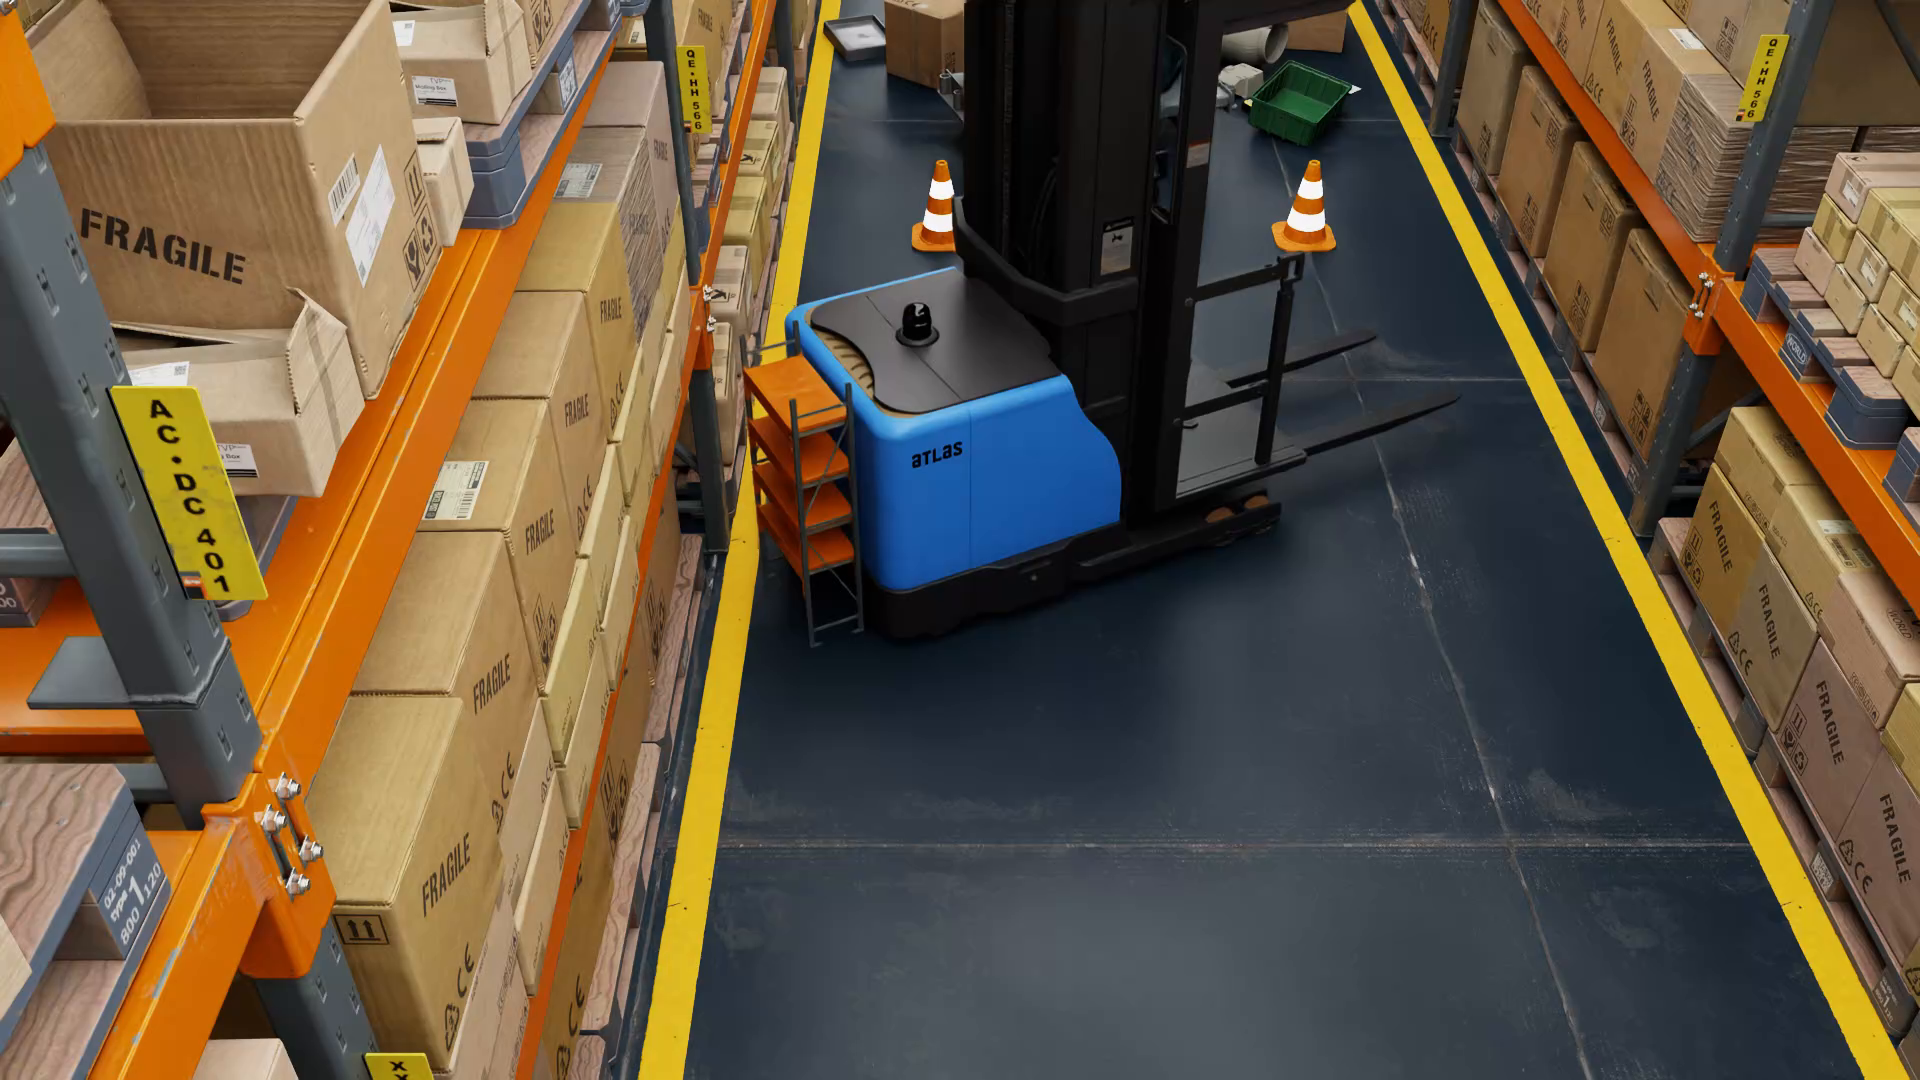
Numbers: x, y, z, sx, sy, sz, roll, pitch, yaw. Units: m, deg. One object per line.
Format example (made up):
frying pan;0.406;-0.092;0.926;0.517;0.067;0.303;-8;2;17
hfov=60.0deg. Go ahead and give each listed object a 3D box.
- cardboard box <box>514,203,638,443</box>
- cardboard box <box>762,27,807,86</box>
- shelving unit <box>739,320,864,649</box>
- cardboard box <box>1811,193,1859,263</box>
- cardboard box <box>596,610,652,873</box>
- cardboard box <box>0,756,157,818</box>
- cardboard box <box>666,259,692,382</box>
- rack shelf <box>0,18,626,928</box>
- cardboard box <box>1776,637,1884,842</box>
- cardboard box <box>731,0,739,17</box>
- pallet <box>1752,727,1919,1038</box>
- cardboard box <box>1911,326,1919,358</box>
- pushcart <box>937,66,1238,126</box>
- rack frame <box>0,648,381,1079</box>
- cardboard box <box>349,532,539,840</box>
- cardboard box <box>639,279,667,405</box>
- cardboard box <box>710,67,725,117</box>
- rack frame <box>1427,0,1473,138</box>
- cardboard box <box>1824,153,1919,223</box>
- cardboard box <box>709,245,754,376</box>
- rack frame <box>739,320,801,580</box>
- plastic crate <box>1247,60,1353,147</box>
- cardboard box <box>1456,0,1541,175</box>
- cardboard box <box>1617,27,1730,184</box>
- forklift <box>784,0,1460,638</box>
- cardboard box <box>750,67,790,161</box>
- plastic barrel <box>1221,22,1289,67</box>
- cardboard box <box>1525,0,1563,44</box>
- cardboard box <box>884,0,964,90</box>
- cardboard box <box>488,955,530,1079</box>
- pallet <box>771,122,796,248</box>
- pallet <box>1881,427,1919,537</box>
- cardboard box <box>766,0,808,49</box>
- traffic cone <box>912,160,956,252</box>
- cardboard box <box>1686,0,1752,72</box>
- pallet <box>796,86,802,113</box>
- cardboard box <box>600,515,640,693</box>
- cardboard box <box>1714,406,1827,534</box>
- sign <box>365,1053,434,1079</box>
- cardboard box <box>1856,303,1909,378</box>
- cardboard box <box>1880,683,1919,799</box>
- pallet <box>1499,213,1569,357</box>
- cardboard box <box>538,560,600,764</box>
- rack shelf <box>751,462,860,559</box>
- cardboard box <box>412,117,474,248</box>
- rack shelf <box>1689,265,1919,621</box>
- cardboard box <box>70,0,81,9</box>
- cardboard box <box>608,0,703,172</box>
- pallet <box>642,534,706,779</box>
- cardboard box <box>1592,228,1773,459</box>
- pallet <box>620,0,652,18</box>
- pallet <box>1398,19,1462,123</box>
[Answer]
cardboard box;-1.236;-0.623;4.749;0.500;0.500;0.500;0;39;0
cardboard box;-1.236;-3.110;10.595;0.500;0.250;0.500;-2;39;-2
shelving unit;-0.615;-0.203;6.544;0.258;1.200;0.503;-18;42;-21
cardboard box;3.249;-1.095;5.845;0.380;0.149;0.250;2;39;2
cardboard box;-1.586;0.507;5.582;0.875;0.875;0.875;0;39;1
cardboard box;-1.747;0.645;3.167;0.500;0.500;0.500;1;39;1
cardboard box;-1.240;-0.774;5.937;0.500;0.250;0.500;-1;39;-2
rack shelf;-1.498;-0.787;4.010;1.077;0.370;4.000;0;39;0
cardboard box;3.205;0.674;5.673;0.500;0.500;0.500;-1;39;-1
cardboard box;-1.277;-2.720;7.591;0.500;0.500;0.500;-1;39;-2
pallet;3.447;1.123;5.680;1.003;0.211;1.213;0;39;0
cardboard box;3.256;-0.600;5.228;0.380;0.149;0.250;0;39;0
pushcart;0.775;-2.659;10.267;1.648;0.377;0.936;-13;40;-16
rack frame;-1.496;1.353;3.163;1.000;3.000;0.127;0;39;0
cardboard box;-1.237;0.330;3.560;0.500;0.500;0.500;0;39;0
cardboard box;-1.242;-0.661;5.397;0.500;0.250;0.500;-1;39;-1
cardboard box;-1.215;-1.938;7.134;0.380;0.149;0.250;0;39;0
rack frame;3.445;-3.716;9.489;1.000;3.000;0.127;0;39;0
cardboard box;3.256;-1.221;5.765;0.380;0.149;0.250;0;39;0
cardboard box;-1.500;-1.102;7.991;0.950;0.372;0.625;-1;39;-1
rack frame;-0.727;-0.339;6.713;0.240;1.200;0.015;-18;42;-21
plastic crate;2.135;-2.749;10.485;0.450;0.188;0.662;27;45;16
cardboard box;3.536;-2.614;9.577;1.050;0.750;0.750;0;39;0
cardboard box;3.181;-1.847;7.077;0.500;0.500;0.500;0;39;0
forklift;0.828;-1.393;6.645;3.031;2.935;1.130;-18;42;-21
cardboard box;-1.502;-2.460;9.687;0.950;0.372;0.625;0;39;1
plastic barrel;1.910;-3.419;11.178;0.512;0.421;0.421;28;46;30
cardboard box;3.176;-2.798;8.263;0.500;0.500;0.500;0;39;0
cardboard box;-0.146;-3.346;11.024;0.500;0.500;0.500;28;46;30
cardboard box;-1.232;1.136;3.553;0.500;0.250;0.500;-1;39;-1
pallet;-1.503;-2.075;9.670;1.003;0.211;1.213;0;39;0
pallet;3.493;0.098;4.883;1.003;0.211;1.213;0;39;0
cardboard box;-1.236;-3.402;10.360;0.500;0.500;0.500;2;39;2
traffic cone;-0.104;-1.885;9.233;0.336;0.463;0.334;0;39;0
cardboard box;3.457;-2.241;6.769;0.700;0.500;0.500;-1;39;-1
pallet;-1.541;-2.981;10.802;1.003;0.211;1.213;0;39;0
cardboard box;-1.210;0.180;4.747;0.500;0.250;0.500;-1;39;-1
cardboard box;3.208;-0.265;6.245;0.500;0.250;0.500;-2;39;-2
sign;-0.941;0.983;2.869;0.100;0.325;0.005;0;39;0
cardboard box;3.249;-0.664;5.546;0.380;0.149;0.250;2;39;2
cardboard box;3.198;0.688;5.057;0.500;0.250;0.500;-2;39;-2
pallet;3.525;-1.381;8.804;1.003;0.211;1.213;0;39;0
cardboard box;-1.217;0.300;4.198;0.500;0.250;0.500;0;39;1
rack shelf;-0.614;-0.151;6.586;0.258;0.148;0.480;-18;42;-21
cardboard box;-1.147;-0.682;3.154;0.380;0.166;0.250;-3;39;-3
rack shelf;3.452;0.316;5.032;1.077;0.370;4.000;0;39;0
cardboard box;-6.170;-3.676;11.302;0.500;0.250;0.500;1;39;1
cardboard box;-1.270;-1.749;6.380;0.500;0.500;0.500;-1;39;-1
pallet;-1.575;0.433;6.541;1.003;0.211;1.213;0;39;0
cardboard box;3.539;-0.882;7.415;1.050;0.750;0.750;-1;39;-1
pallet;-1.447;-1.842;4.903;1.213;0.211;1.003;2;39;2
pallet;3.522;-3.104;10.954;1.003;0.211;1.213;0;39;0
